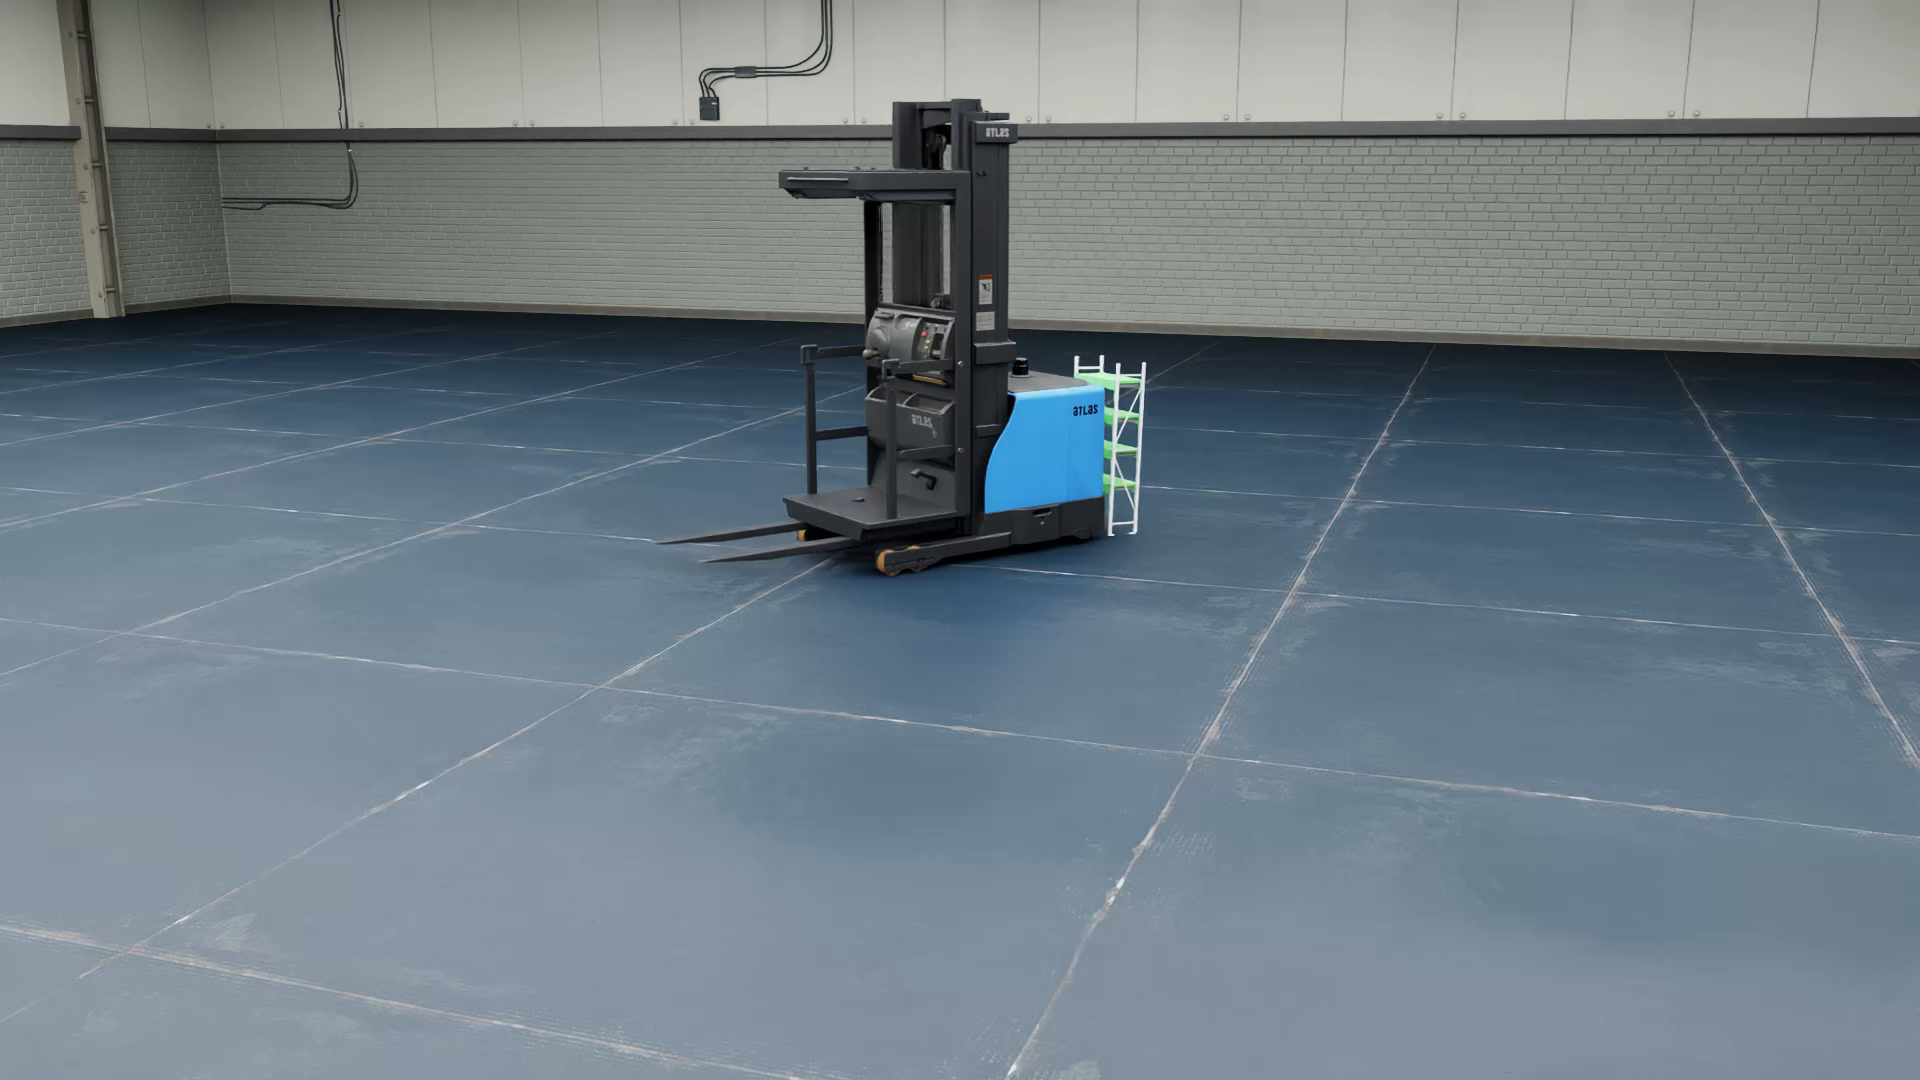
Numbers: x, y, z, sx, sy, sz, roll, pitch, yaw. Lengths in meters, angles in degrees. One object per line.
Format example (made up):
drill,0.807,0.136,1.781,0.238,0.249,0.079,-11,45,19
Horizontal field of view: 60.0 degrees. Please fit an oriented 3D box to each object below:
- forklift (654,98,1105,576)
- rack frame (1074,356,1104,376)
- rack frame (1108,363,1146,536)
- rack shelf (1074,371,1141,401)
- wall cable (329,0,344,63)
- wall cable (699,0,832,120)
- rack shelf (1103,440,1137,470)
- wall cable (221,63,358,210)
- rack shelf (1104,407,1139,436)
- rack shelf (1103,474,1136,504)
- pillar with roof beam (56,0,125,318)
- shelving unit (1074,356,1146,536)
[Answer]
forklift,-0.498,-1.335,10.750,3.031,2.935,1.130,-9,16,-34
rack frame,0.898,-0.716,11.908,0.240,1.200,0.015,-5,14,-31
rack frame,1.153,-0.624,11.502,0.240,1.200,0.015,-5,14,-31
rack shelf,1.039,-1.077,11.621,0.258,0.148,0.480,-5,14,-31
wall cable,-9.510,-9.411,28.124,3.097,2.526,0.112,4,14,18
wall cable,-3.092,-9.628,25.806,2.305,6.003,0.169,4,14,18
rack shelf,1.023,-0.608,11.718,0.258,0.148,0.480,-5,14,-31
wall cable,-12.069,-7.143,29.539,3.097,2.526,0.112,4,14,18
rack shelf,1.031,-0.842,11.670,0.258,0.148,0.480,-5,14,-31
rack shelf,1.016,-0.373,11.767,0.258,0.148,0.480,-5,14,-31
pillar with roof beam,-10.200,-7.822,25.535,9.100,9.000,0.400,4,14,18
shelving unit,1.026,-0.670,11.705,0.258,1.200,0.503,-5,14,-31
